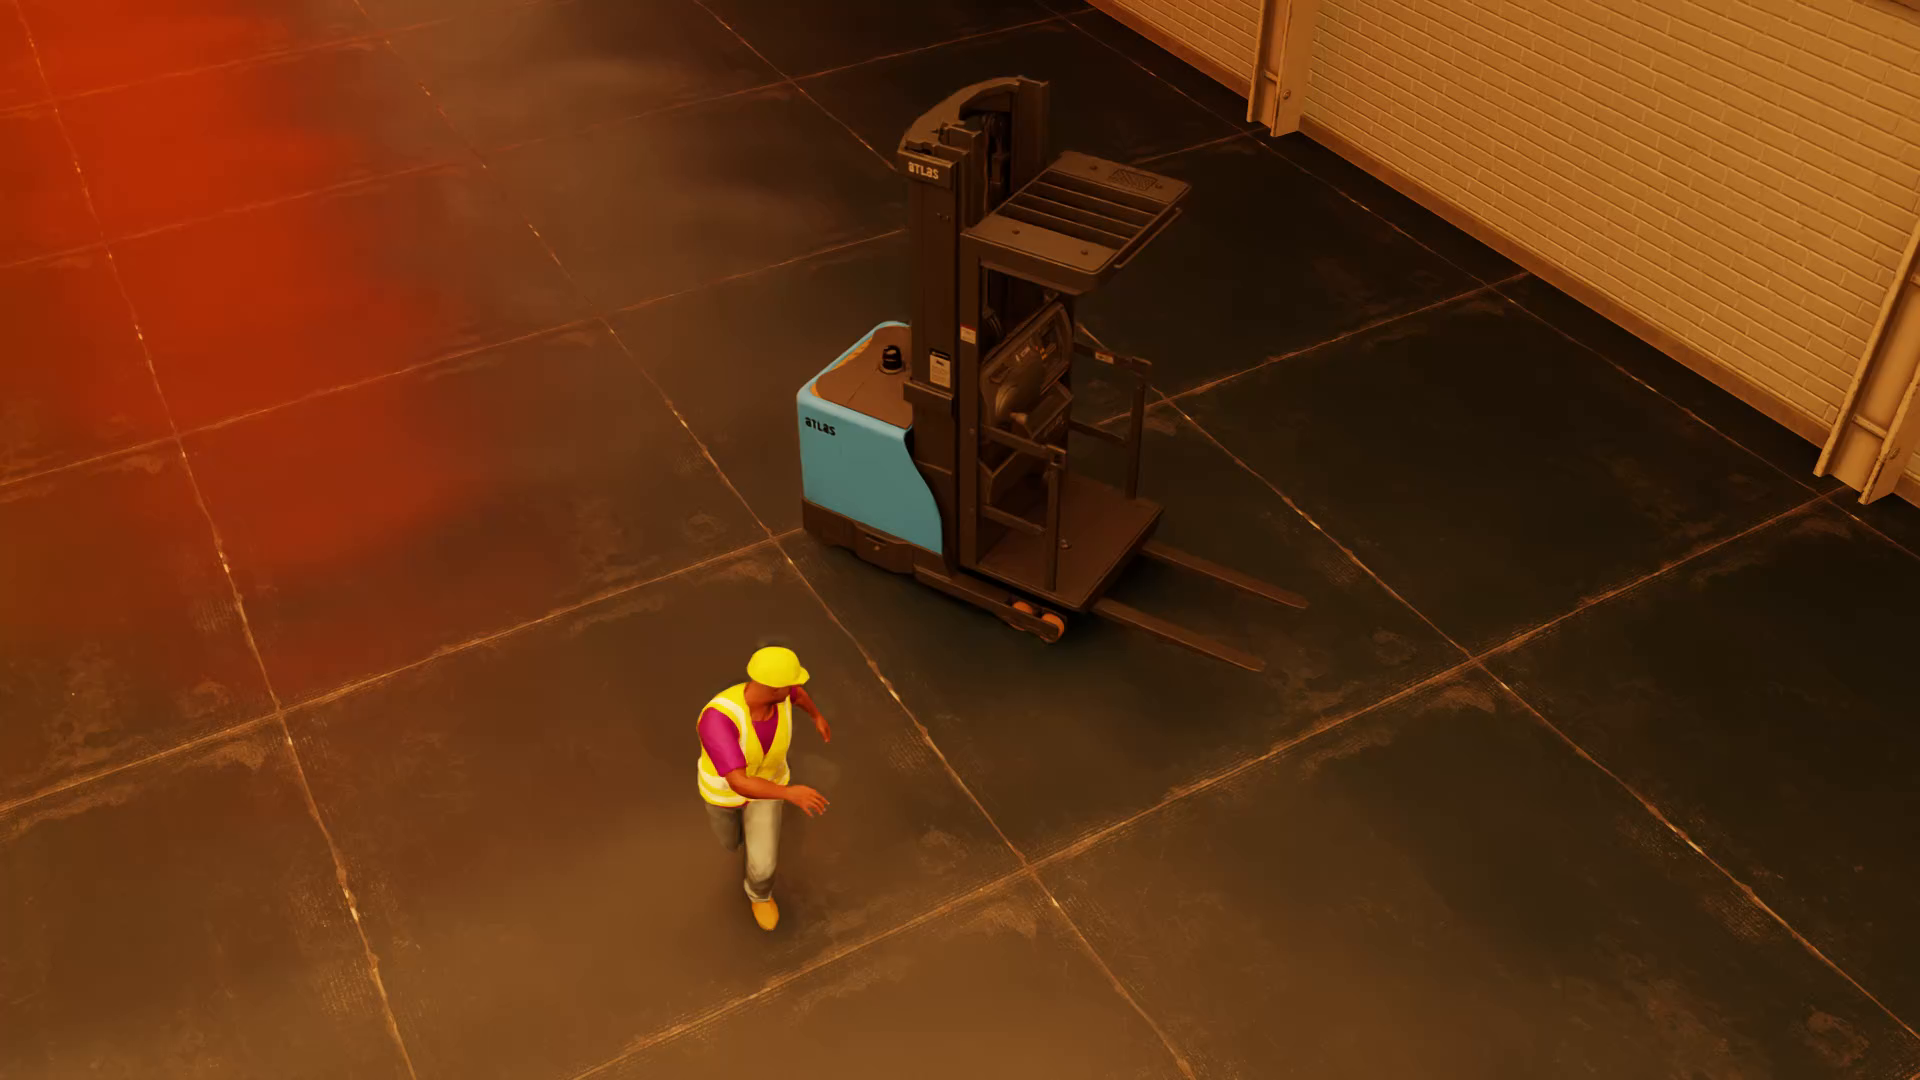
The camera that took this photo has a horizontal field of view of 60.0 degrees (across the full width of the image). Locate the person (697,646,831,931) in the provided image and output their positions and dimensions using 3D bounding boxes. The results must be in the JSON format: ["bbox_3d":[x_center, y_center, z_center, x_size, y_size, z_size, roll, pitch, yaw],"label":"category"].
[{"bbox_3d":[-0.914,1.063,7.901,0.672,1.530,0.918,-8,40,-9],"label":"person"}]

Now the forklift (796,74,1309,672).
[{"bbox_3d":[0.546,-0.926,9.153,3.031,2.935,1.130,22,44,24],"label":"forklift"}]
